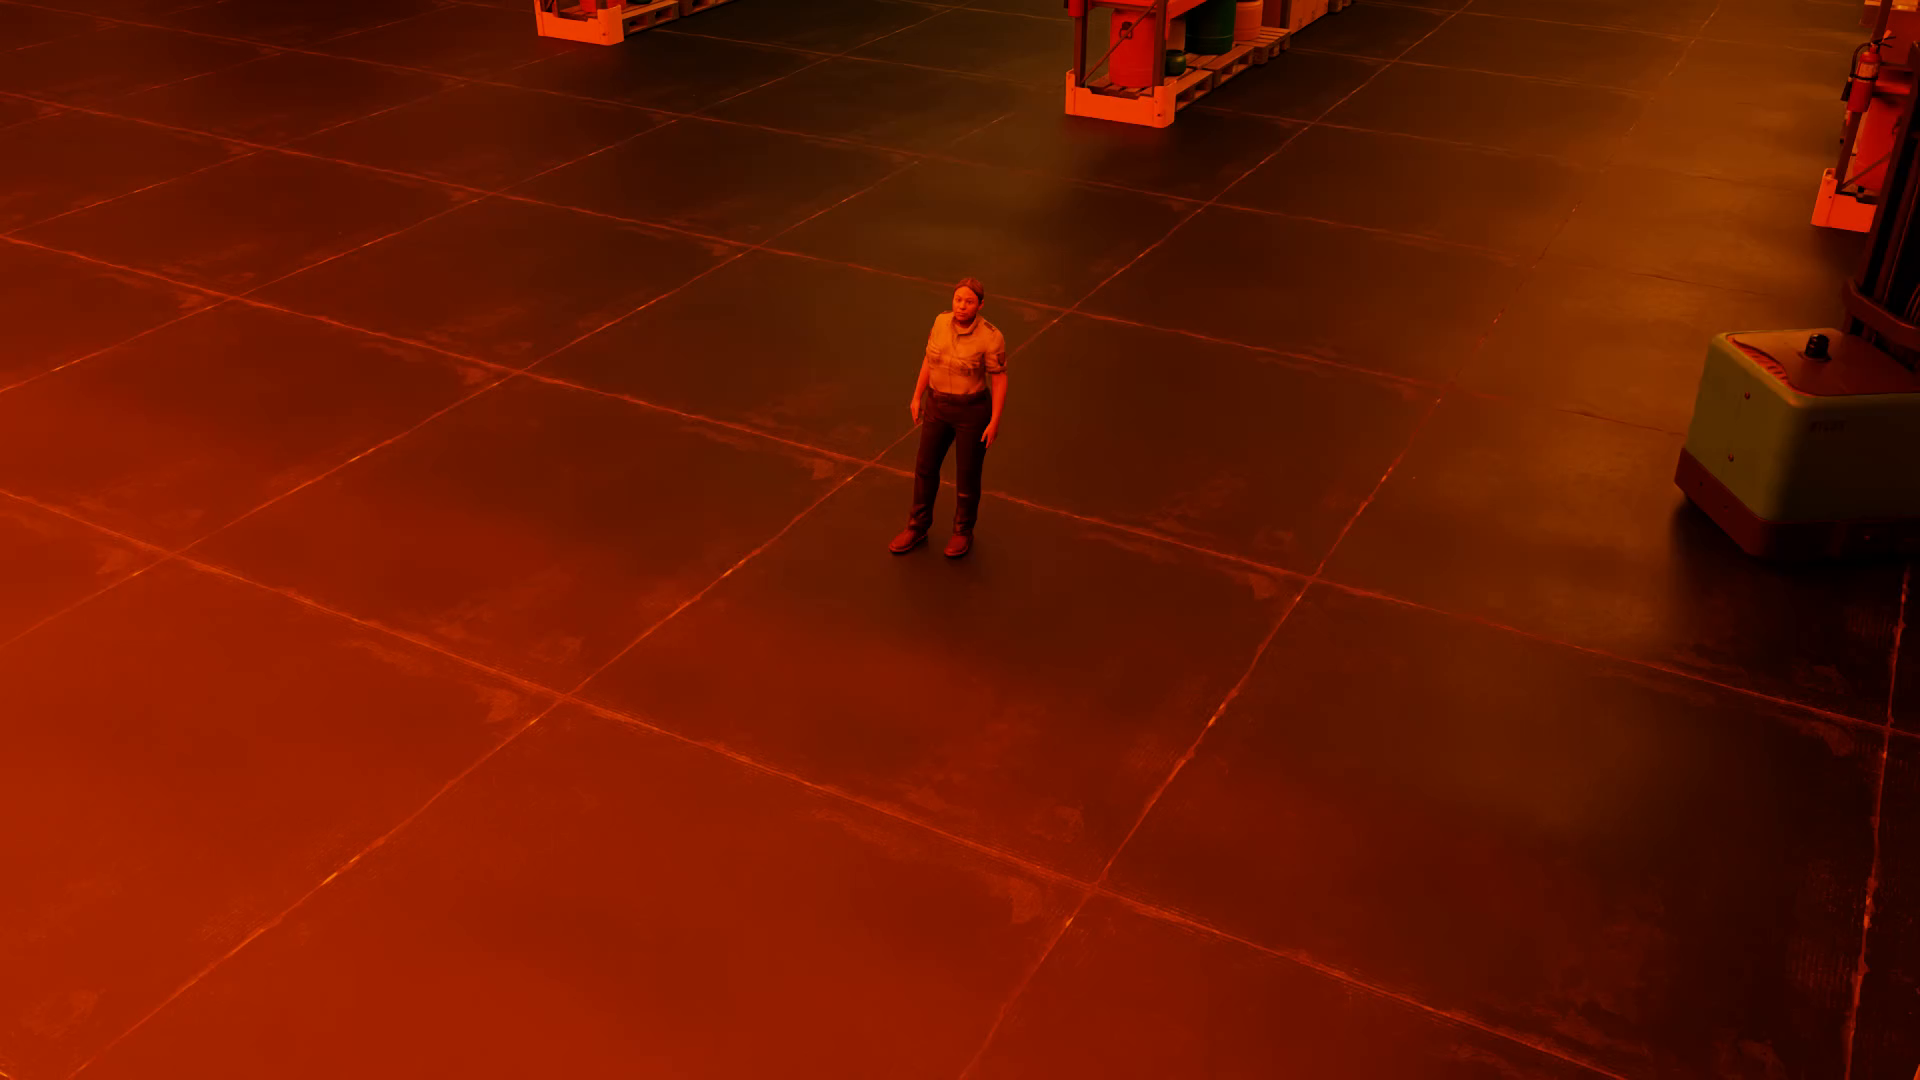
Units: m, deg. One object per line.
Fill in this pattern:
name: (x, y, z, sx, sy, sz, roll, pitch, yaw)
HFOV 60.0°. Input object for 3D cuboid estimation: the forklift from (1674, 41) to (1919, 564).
forklift: (6.058, -1.431, 9.550, 3.031, 2.935, 1.130, -3, 30, -5)

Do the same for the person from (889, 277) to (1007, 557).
person: (-0.064, -0.686, 9.529, 0.598, 1.651, 0.502, 15, 33, 25)
